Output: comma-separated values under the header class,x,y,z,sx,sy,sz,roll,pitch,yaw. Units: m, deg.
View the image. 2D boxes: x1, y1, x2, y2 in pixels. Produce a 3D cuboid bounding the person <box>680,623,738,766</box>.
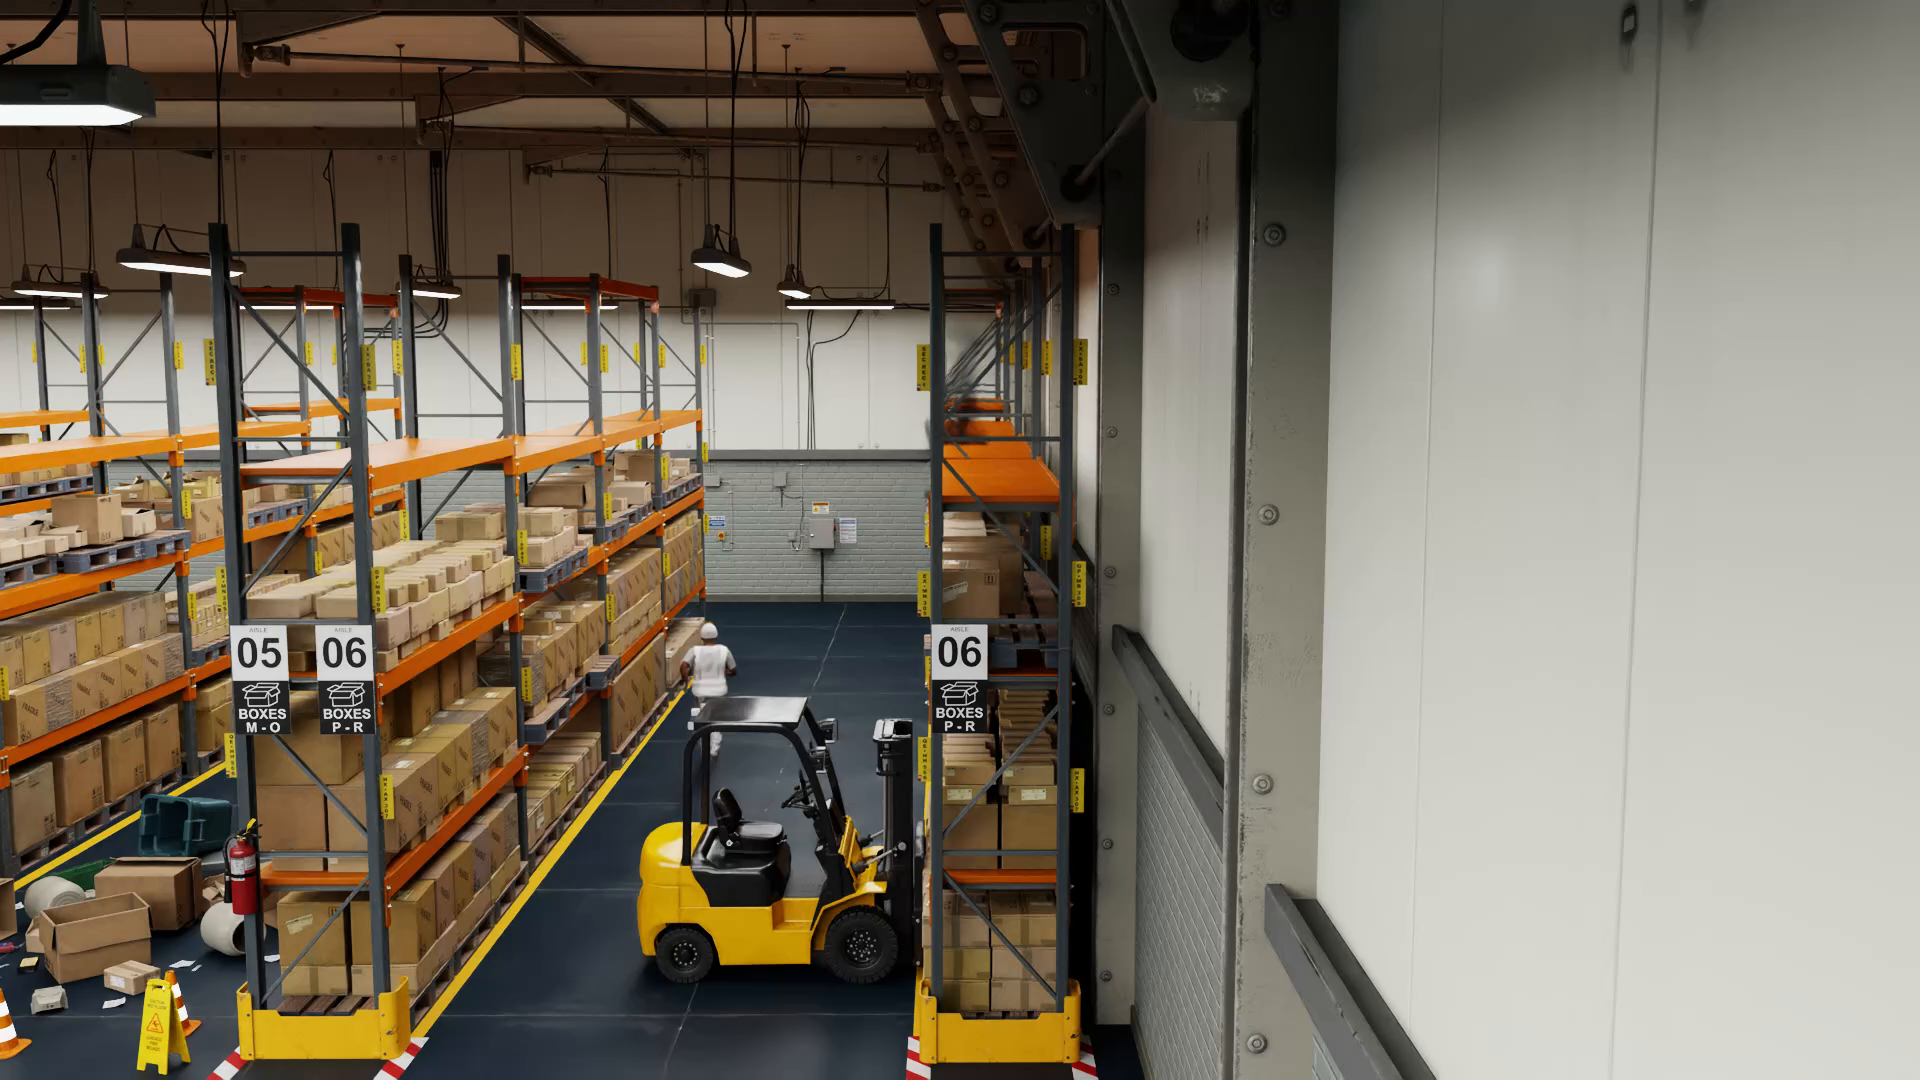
class,x,y,z,sx,sy,sz,roll,pitch,yaw
person,-3.058,1.917,20.304,0.683,1.807,0.985,-1,7,-6
